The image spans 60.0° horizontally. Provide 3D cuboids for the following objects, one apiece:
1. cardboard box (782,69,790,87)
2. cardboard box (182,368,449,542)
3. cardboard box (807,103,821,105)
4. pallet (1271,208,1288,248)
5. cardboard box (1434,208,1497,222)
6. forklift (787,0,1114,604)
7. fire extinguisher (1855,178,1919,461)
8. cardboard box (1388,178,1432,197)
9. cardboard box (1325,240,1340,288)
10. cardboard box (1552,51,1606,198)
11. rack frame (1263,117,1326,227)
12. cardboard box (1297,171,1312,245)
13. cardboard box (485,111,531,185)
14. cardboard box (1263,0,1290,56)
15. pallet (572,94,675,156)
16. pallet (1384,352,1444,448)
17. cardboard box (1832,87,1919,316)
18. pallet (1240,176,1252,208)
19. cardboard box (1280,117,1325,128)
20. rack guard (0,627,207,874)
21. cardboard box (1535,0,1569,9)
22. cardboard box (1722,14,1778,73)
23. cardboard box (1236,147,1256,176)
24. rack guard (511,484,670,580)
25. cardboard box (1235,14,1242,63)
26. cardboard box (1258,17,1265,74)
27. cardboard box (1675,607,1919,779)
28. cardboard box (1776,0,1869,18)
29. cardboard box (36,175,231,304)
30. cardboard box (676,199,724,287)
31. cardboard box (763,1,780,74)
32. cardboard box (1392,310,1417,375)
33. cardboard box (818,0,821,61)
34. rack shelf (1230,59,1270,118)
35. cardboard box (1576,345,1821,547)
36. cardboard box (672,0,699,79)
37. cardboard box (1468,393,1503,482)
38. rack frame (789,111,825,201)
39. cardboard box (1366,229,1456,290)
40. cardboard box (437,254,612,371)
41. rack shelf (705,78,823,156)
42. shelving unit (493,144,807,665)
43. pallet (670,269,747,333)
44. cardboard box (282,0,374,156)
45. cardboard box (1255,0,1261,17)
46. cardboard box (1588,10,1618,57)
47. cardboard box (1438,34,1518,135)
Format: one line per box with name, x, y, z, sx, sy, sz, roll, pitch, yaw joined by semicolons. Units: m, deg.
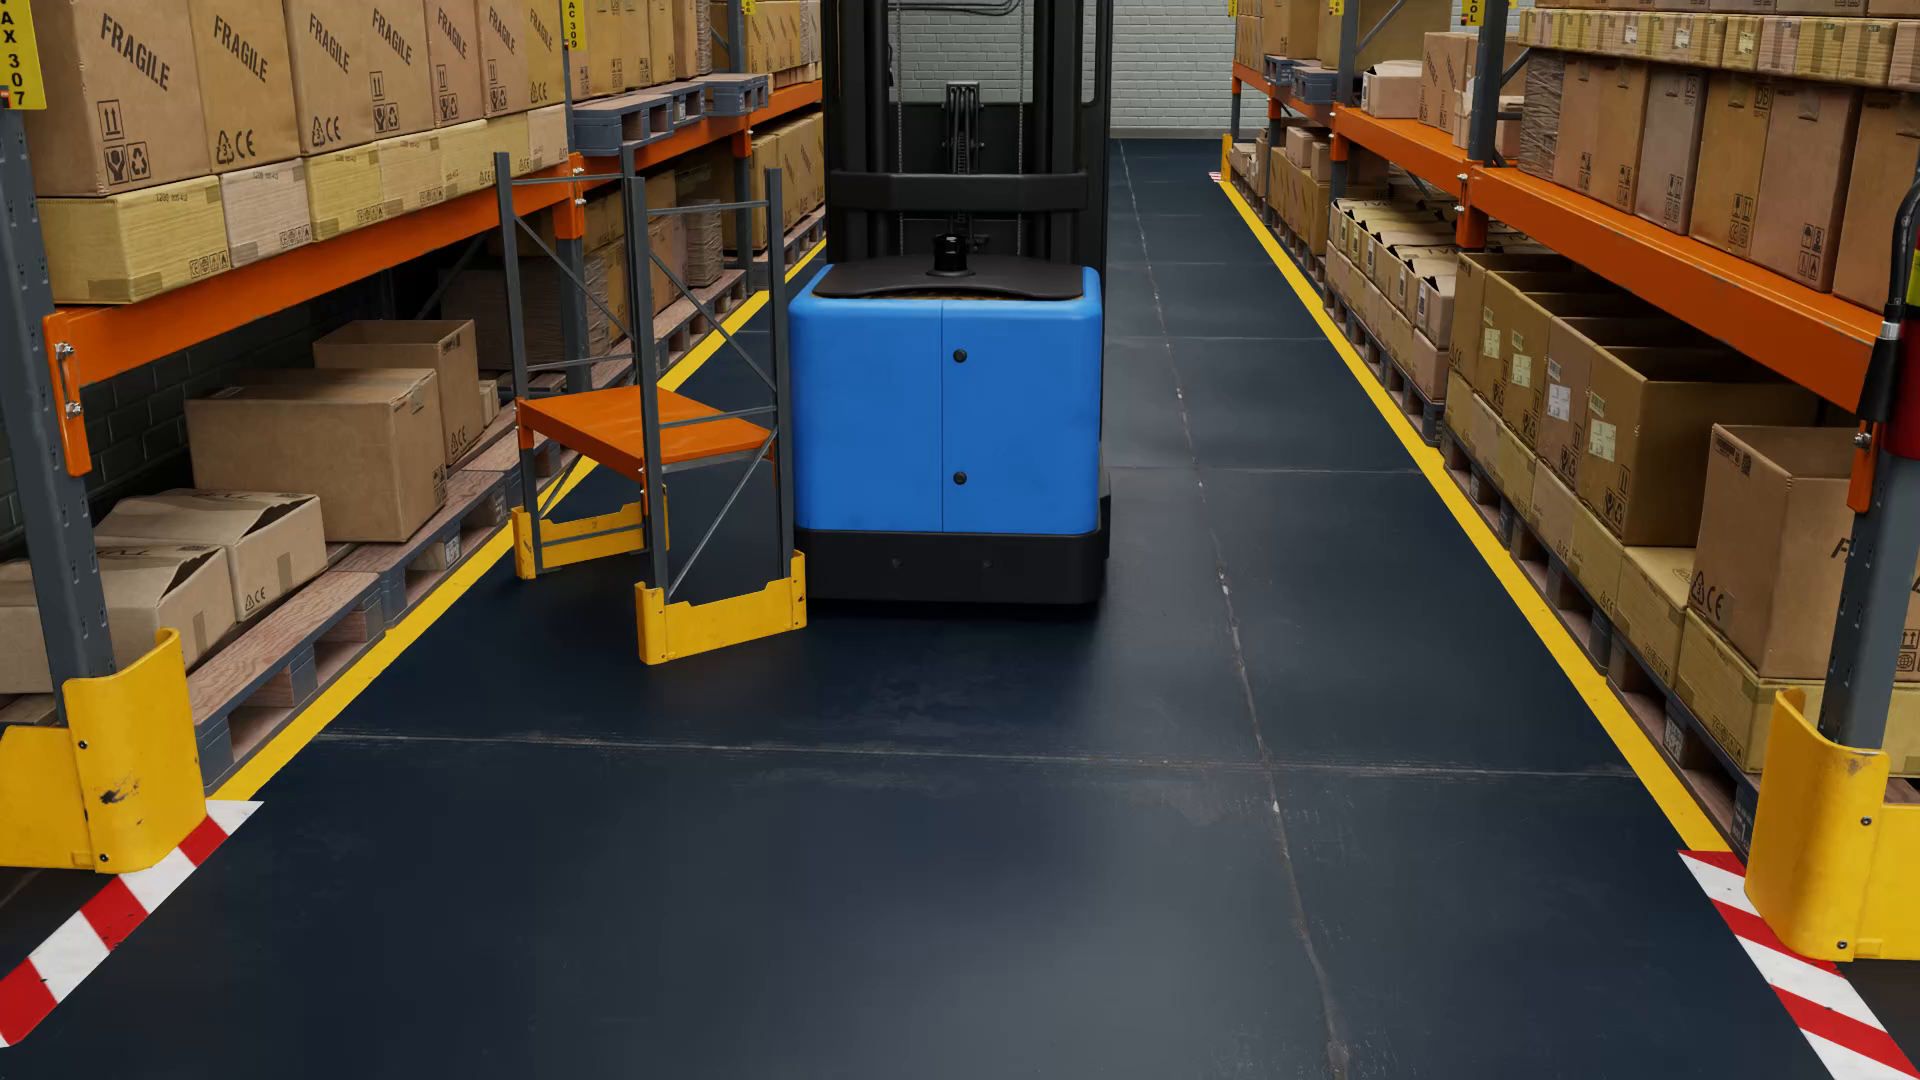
cardboard box;-1.572;-3.698;13.262;0.380;0.149;0.250;2;18;6
cardboard box;-2.242;-0.306;5.846;0.700;0.500;0.500;0;18;0
cardboard box;-1.519;-4.781;18.494;0.380;0.149;0.250;1;18;4
pallet;3.256;-2.707;14.345;1.003;0.211;1.213;1;18;4
cardboard box;3.167;-1.873;10.162;0.500;0.311;0.500;1;18;3
forklift;0.042;-1.589;6.564;1.130;2.935;3.031;1;18;4
fire extinguisher;1.945;-0.495;3.241;0.296;0.674;0.183;1;18;4
cardboard box;3.340;-2.362;12.122;0.500;0.500;0.500;1;18;2
cardboard box;2.659;-1.780;10.779;0.500;0.250;0.500;1;18;4
cardboard box;2.646;-1.546;6.164;0.700;0.500;0.500;1;18;3
rack frame;3.277;-4.285;14.684;1.000;3.000;0.127;1;18;4
cardboard box;2.860;-2.521;12.606;0.500;0.500;0.500;1;18;2
cardboard box;-2.014;-1.540;6.514;0.500;0.250;0.500;1;18;4
cardboard box;3.020;-4.390;14.169;0.700;0.500;0.500;-5;19;-15
pallet;-2.038;-2.053;8.179;1.003;0.211;1.213;1;18;4
pallet;2.717;-0.705;8.236;1.003;0.211;1.213;1;18;4
cardboard box;2.463;-0.751;3.736;0.700;0.500;0.500;1;18;4
pallet;3.412;-3.553;16.928;1.003;0.211;1.213;1;18;4
cardboard box;3.770;-4.374;18.264;0.500;0.500;0.500;1;18;4
rack guard;-2.519;0.496;4.105;1.175;0.500;0.348;1;18;4
cardboard box;2.678;-2.327;6.463;0.700;0.500;0.500;1;18;4
cardboard box;2.328;-1.357;4.546;0.380;0.149;0.250;2;18;6
cardboard box;3.170;-3.957;17.391;0.500;0.250;0.500;1;18;4
rack guard;-1.356;-0.038;6.138;0.587;0.250;0.087;-13;22;-34
cardboard box;3.269;-5.443;18.057;0.500;0.500;0.500;2;18;5
cardboard box;3.092;-4.654;15.648;0.500;0.500;0.500;2;18;5
cardboard box;2.160;0.376;4.201;0.500;0.250;0.500;1;18;4
cardboard box;2.499;-1.547;4.083;0.700;0.500;0.500;1;18;2
cardboard box;-2.173;-0.750;4.105;0.500;0.250;0.500;1;18;2
cardboard box;-1.951;-1.949;10.861;0.700;0.500;0.500;2;18;5
cardboard box;-1.614;-3.658;12.100;0.500;0.500;0.500;2;18;6
cardboard box;2.482;-0.986;8.356;0.500;0.250;0.500;1;18;3
cardboard box;-1.446;-4.444;14.498;0.500;0.500;0.500;1;18;3
rack shelf;3.420;-4.565;16.692;1.077;0.370;4.000;1;18;4
cardboard box;2.215;-0.292;5.033;0.500;0.500;0.500;1;18;4
cardboard box;-1.988;-3.089;10.165;0.700;0.500;0.500;0;18;-1
cardboard box;2.327;-0.401;6.571;0.500;0.250;0.500;1;18;4
rack frame;-1.665;-4.395;15.018;1.000;3.000;0.127;1;18;4
cardboard box;2.555;-1.565;9.222;0.500;0.311;0.500;1;18;3
cardboard box;-2.202;-1.160;8.455;0.700;0.500;0.500;2;18;6
rack shelf;-1.808;-3.432;13.234;1.077;0.370;4.000;1;18;4
shelving unit;-1.060;-0.507;5.562;0.587;1.500;1.083;-13;22;-34
pallet;-2.009;-1.585;10.920;1.003;0.211;1.213;1;18;4
cardboard box;-2.102;-1.418;4.936;0.500;0.500;0.500;1;18;2
cardboard box;3.125;-5.286;15.973;0.500;0.500;0.500;1;18;4
cardboard box;2.419;-1.760;5.775;0.380;0.149;0.250;1;18;2
cardboard box;2.848;-2.406;8.786;0.500;0.500;0.500;1;18;4
